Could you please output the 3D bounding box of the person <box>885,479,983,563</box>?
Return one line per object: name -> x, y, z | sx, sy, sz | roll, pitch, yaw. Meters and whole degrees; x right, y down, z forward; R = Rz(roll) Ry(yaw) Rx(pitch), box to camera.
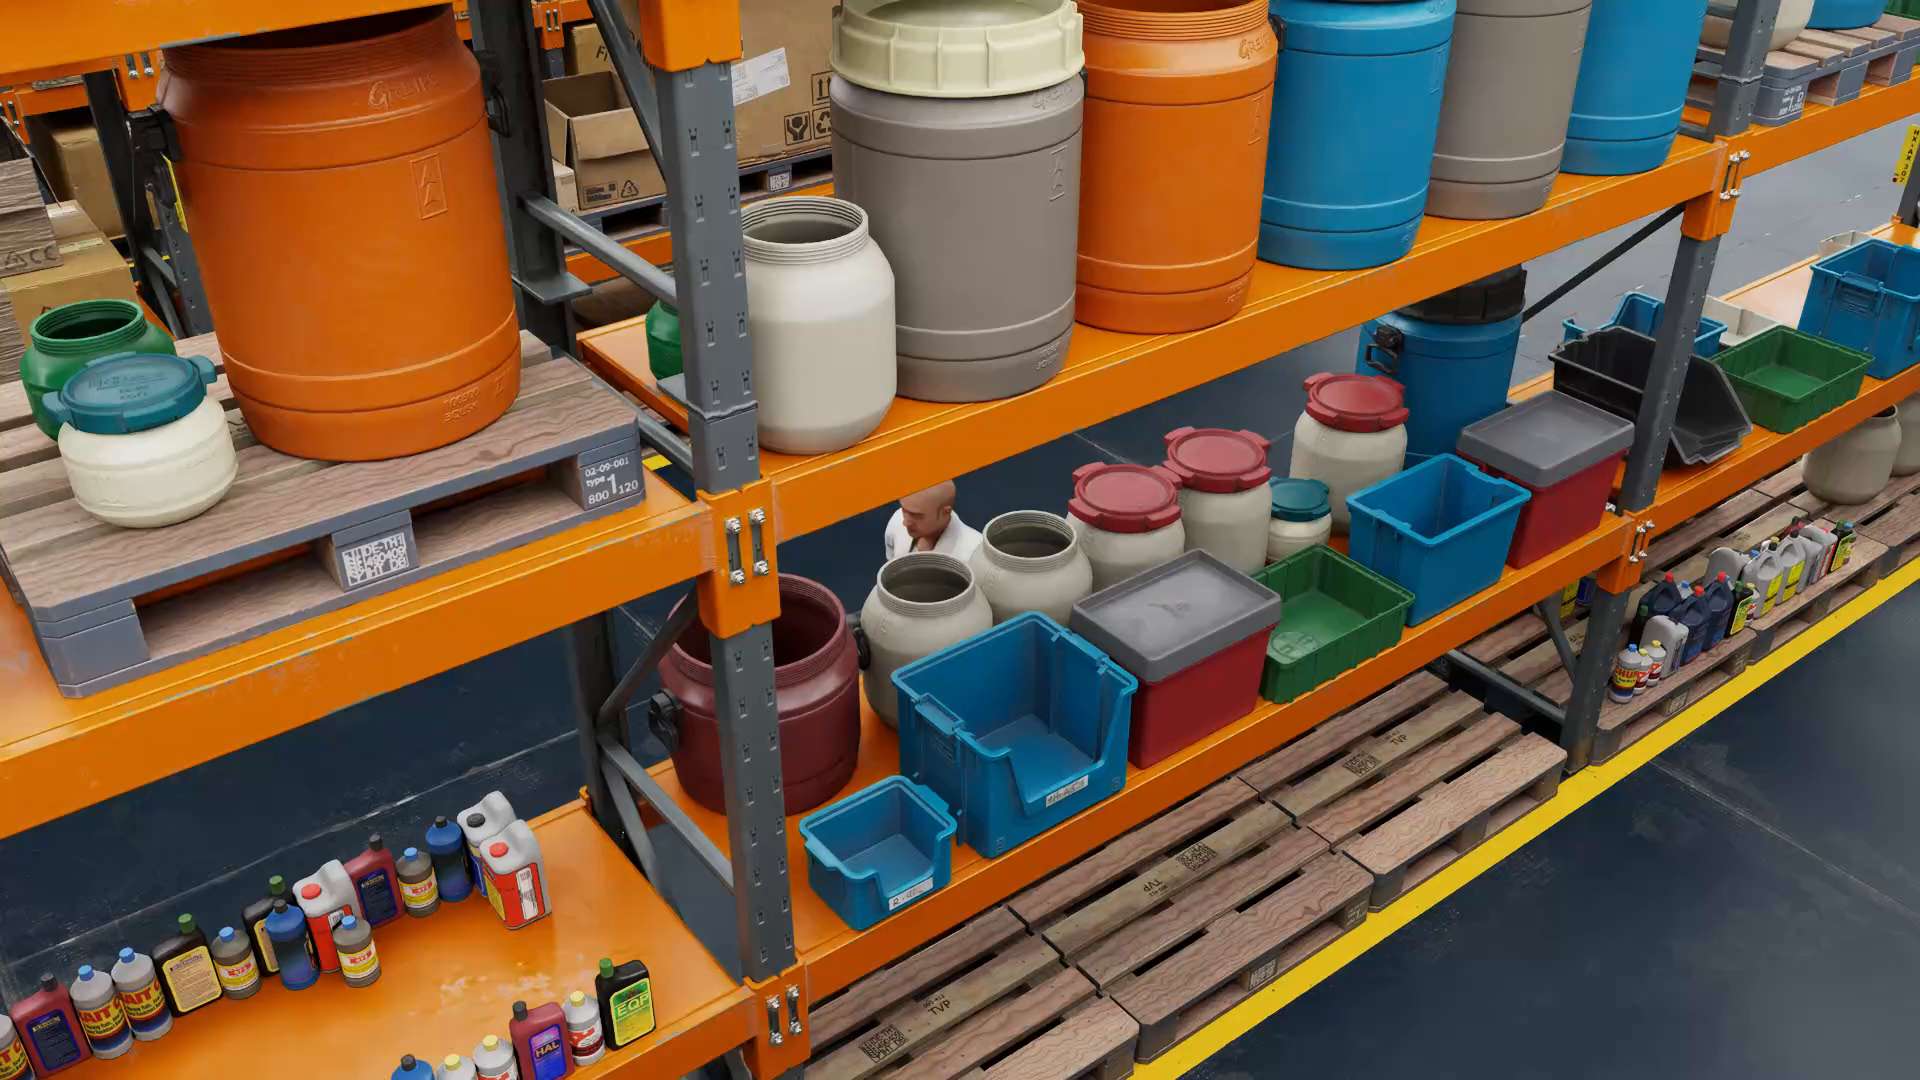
person -> -0.094, 0.482, 6.374 | 0.429, 1.772, 0.648 | -25, 39, -34
